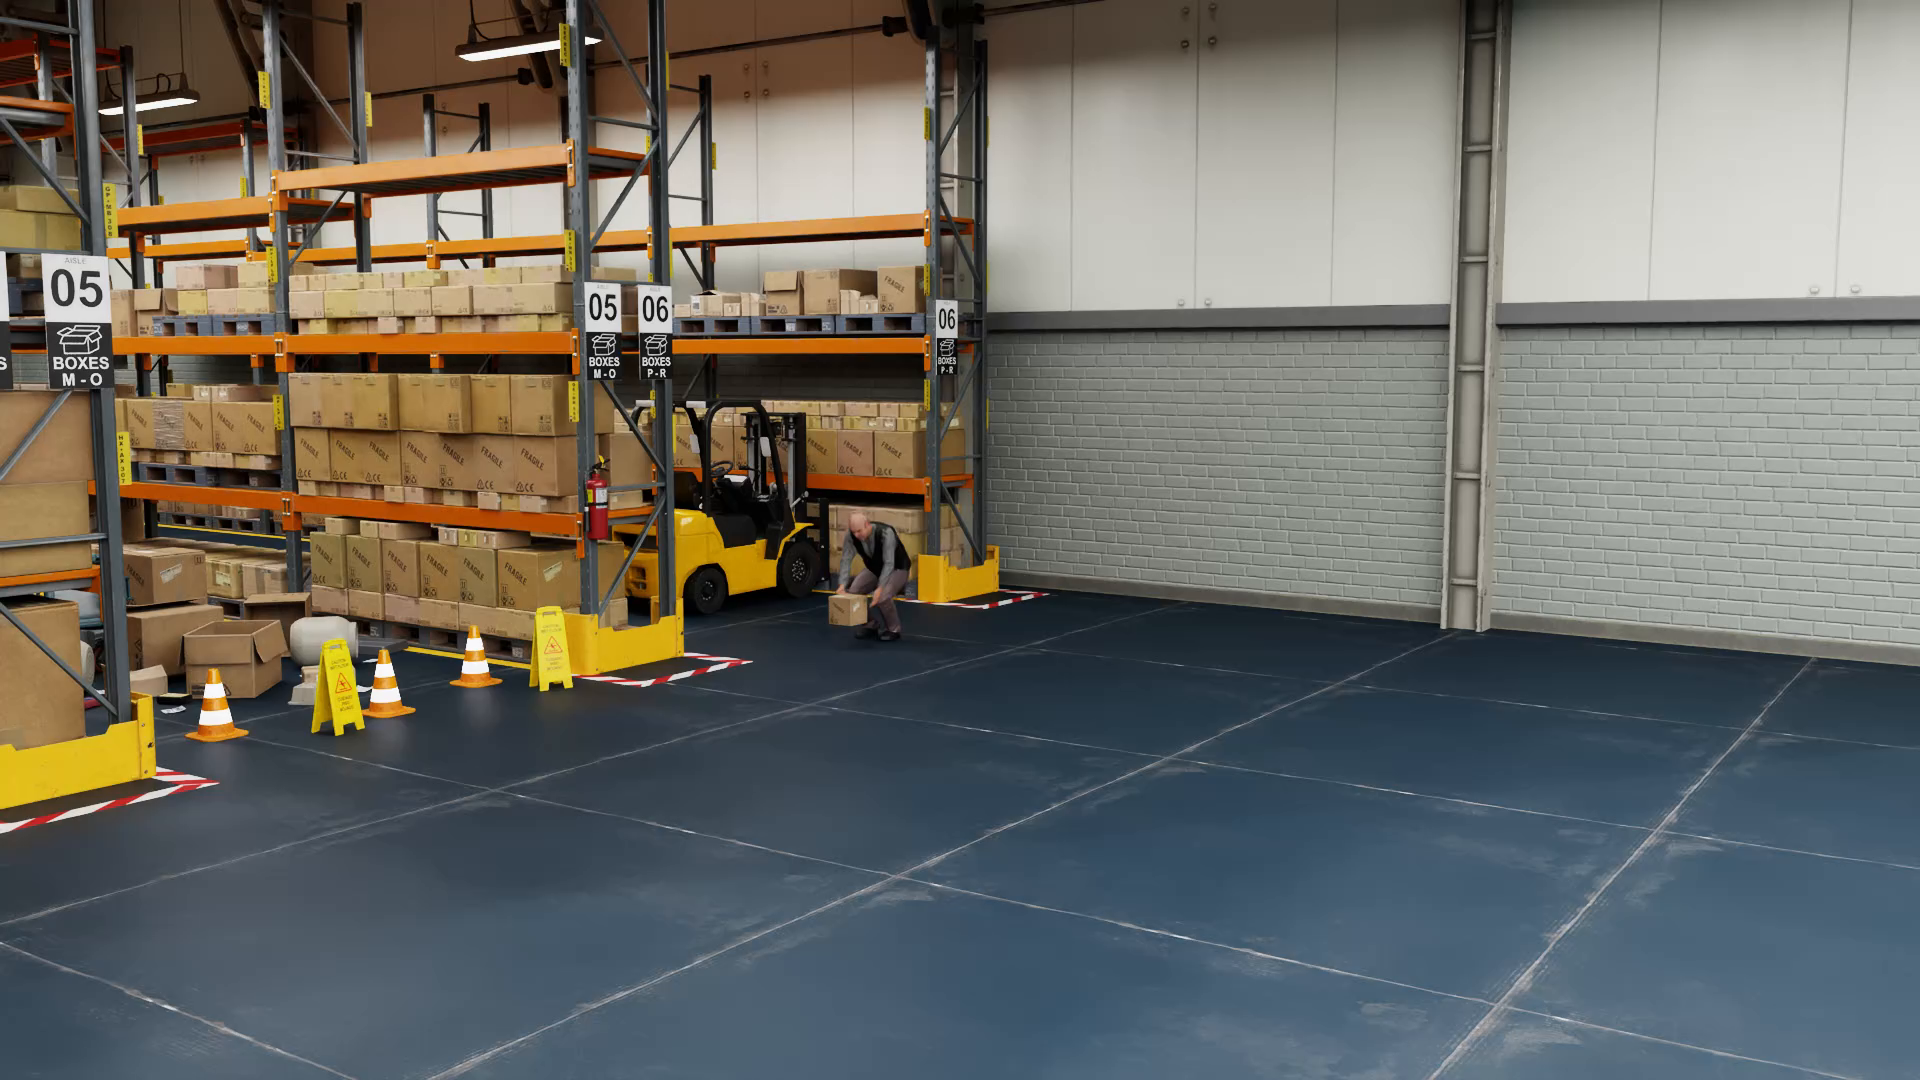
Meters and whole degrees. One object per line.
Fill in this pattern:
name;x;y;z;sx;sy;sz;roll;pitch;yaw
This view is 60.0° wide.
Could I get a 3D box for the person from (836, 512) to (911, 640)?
person;-0.762;0.327;15.321;0.579;1.198;0.798;4;7;33
